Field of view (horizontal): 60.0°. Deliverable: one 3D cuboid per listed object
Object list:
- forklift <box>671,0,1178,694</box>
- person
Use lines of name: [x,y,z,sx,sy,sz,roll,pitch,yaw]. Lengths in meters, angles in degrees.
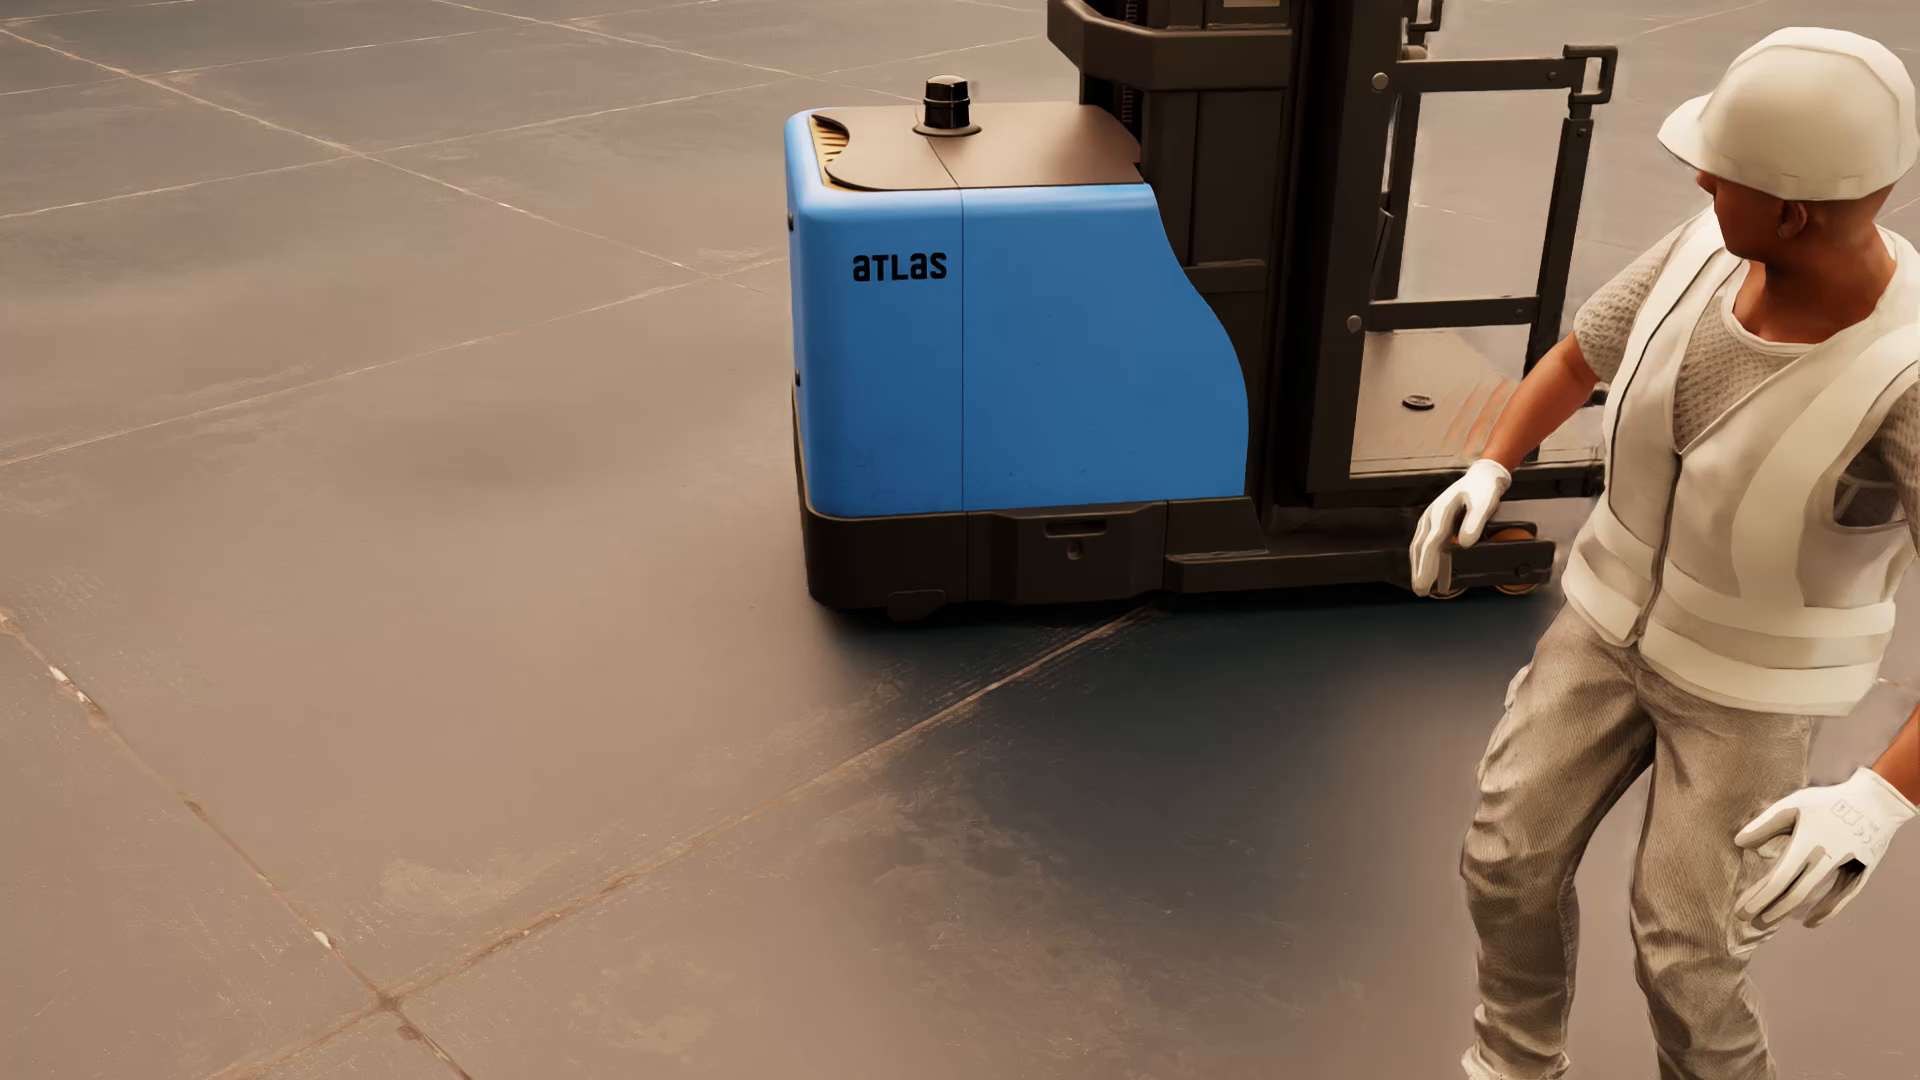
forklift: [0.035,-1.589,4.454,1.130,2.935,3.031,2,26,4]
person: [1.016,0.172,2.184,0.451,1.772,0.618,-14,29,-26]
